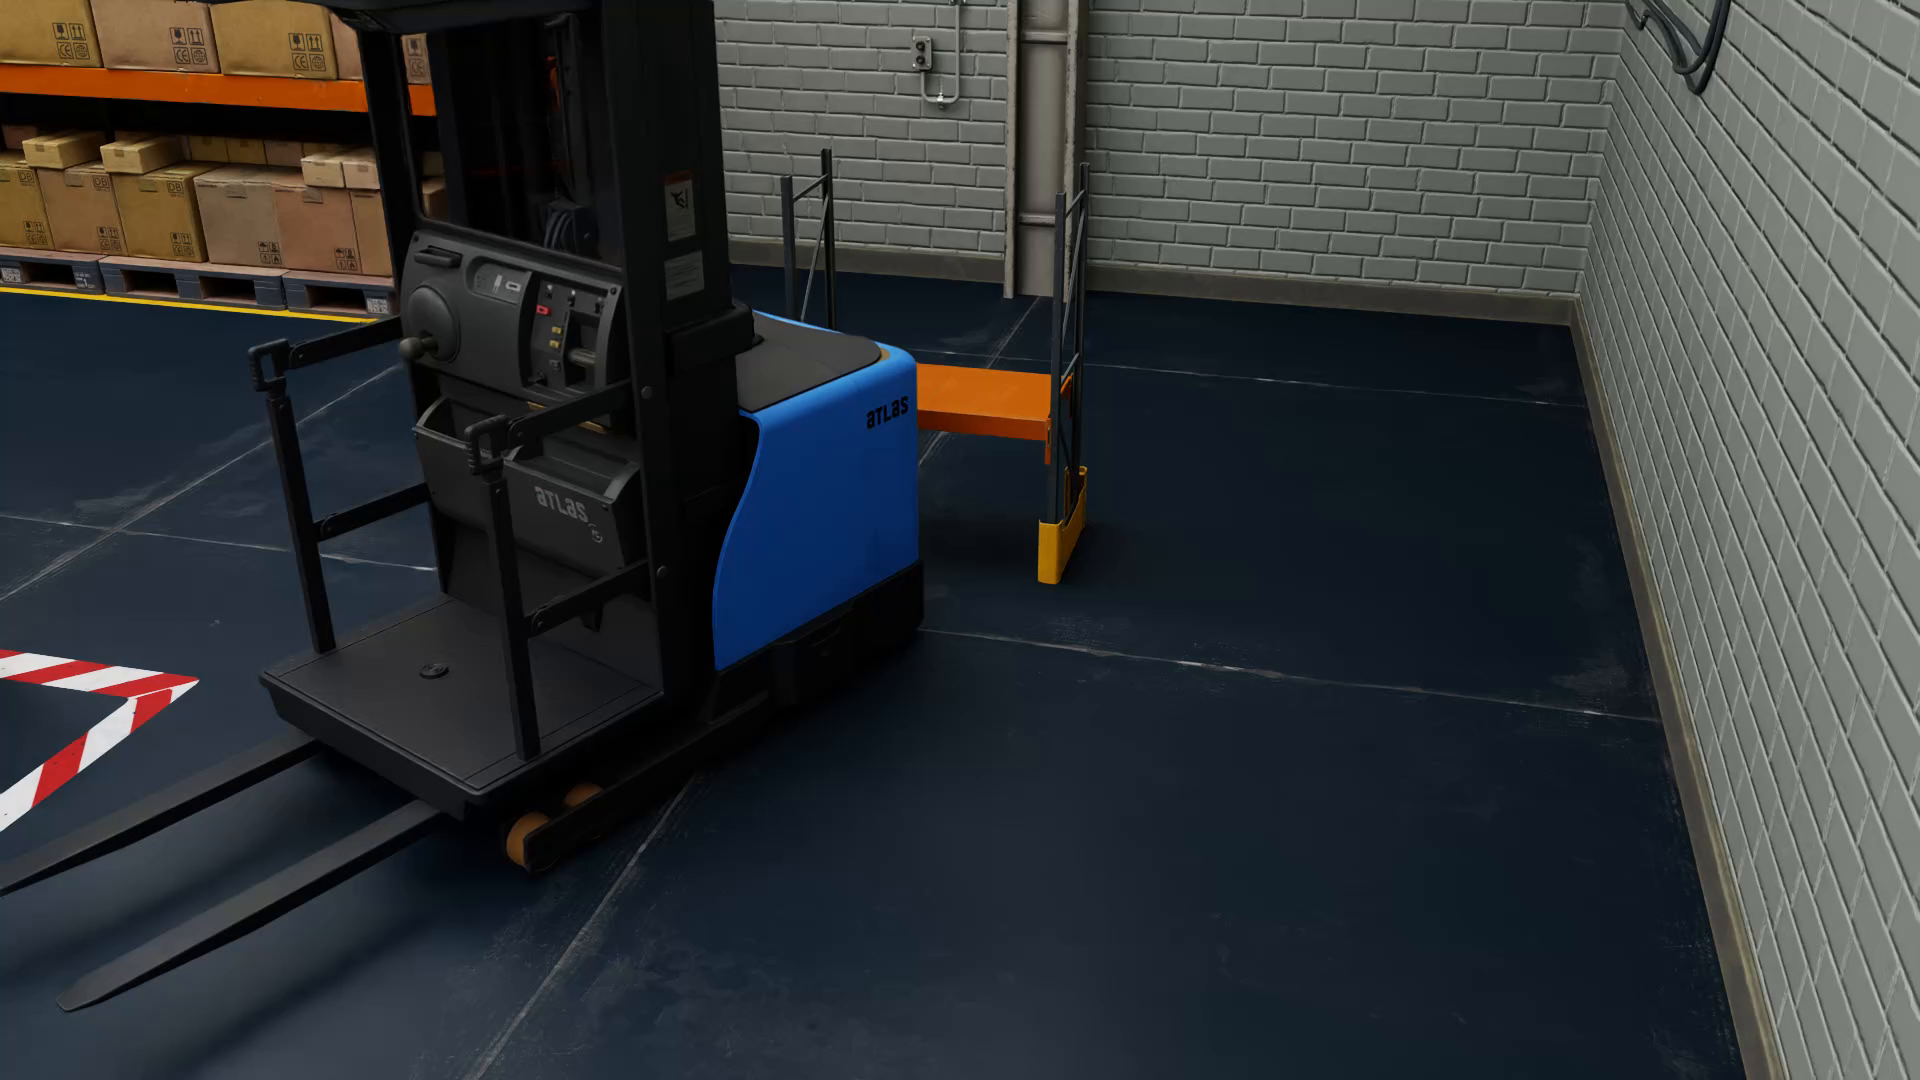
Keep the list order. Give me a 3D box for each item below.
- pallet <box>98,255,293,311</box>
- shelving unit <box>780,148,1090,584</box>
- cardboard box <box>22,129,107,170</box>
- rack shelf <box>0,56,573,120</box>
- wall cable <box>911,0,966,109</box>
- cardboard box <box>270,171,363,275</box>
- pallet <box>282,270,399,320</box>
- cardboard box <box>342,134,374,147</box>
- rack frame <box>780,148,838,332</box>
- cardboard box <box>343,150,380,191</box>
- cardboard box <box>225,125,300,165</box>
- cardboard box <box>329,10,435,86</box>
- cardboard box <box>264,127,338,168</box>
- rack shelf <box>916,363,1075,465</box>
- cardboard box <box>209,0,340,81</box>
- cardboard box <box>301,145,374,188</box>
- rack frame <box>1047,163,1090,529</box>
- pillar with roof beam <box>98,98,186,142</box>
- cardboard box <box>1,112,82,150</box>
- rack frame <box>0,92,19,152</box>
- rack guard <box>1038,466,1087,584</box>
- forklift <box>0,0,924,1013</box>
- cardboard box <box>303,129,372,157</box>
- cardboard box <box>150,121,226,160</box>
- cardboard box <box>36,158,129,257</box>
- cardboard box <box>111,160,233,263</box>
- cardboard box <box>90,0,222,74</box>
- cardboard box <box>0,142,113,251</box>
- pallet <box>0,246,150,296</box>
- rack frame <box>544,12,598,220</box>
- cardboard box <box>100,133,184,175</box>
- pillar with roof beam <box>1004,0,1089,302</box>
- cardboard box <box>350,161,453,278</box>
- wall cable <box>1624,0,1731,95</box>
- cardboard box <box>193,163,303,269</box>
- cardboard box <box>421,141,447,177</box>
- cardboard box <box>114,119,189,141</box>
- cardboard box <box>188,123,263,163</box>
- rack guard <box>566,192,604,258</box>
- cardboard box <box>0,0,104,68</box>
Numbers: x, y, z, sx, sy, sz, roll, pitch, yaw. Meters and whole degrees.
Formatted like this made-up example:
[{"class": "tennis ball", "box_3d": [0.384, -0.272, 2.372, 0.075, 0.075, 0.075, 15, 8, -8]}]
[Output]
[{"class": "pallet", "box_3d": [-4.317, -1.670, 10.012, 1.213, 0.211, 1.003, 6, 26, 13]}, {"class": "shelving unit", "box_3d": [-0.074, -0.685, 6.445, 1.083, 1.500, 0.587, 6, 26, 13]}, {"class": "cardboard box", "box_3d": [-5.234, -2.291, 9.738, 0.250, 0.149, 0.380, 7, 26, 15]}, {"class": "rack shelf", "box_3d": [-4.282, -2.634, 9.629, 4.000, 0.370, 1.077, 6, 26, 13]}, {"class": "wall cable", "box_3d": [-0.870, -3.460, 9.346, 1.851, 1.984, 0.084, 6, 26, 13]}, {"class": "cardboard box", "box_3d": [-3.533, -1.892, 9.654, 0.500, 0.500, 0.700, 6, 26, 13]}, {"class": "pallet", "box_3d": [-3.139, -1.538, 9.736, 1.213, 0.211, 1.003, 6, 26, 13]}, {"class": "cardboard box", "box_3d": [-3.368, -2.255, 9.663, 0.250, 0.149, 0.380, 6, 26, 13]}, {"class": "rack frame", "box_3d": [-0.575, -0.741, 6.561, 0.032, 1.500, 0.500, 6, 26, 13]}, {"class": "cardboard box", "box_3d": [-3.218, -2.069, 9.272, 0.250, 0.149, 0.380, 6, 26, 12]}, {"class": "cardboard box", "box_3d": [-4.106, -2.336, 9.833, 0.250, 0.149, 0.380, 7, 26, 14]}, {"class": "cardboard box", "box_3d": [-2.842, -2.930, 9.066, 0.700, 0.700, 0.980, 8, 26, 15]}, {"class": "cardboard box", "box_3d": [-3.857, -2.309, 9.776, 0.250, 0.149, 0.380, 7, 26, 14]}, {"class": "rack shelf", "box_3d": [-0.083, -0.524, 6.524, 1.000, 0.185, 0.538, 6, 26, 13]}, {"class": "cardboard box", "box_3d": [-3.549, -3.004, 9.220, 0.700, 0.700, 0.980, 6, 26, 13]}, {"class": "cardboard box", "box_3d": [-3.466, -2.097, 9.329, 0.250, 0.149, 0.380, 7, 26, 14]}, {"class": "rack frame", "box_3d": [0.410, -0.632, 6.332, 0.032, 1.500, 0.500, 6, 26, 13]}, {"class": "pillar with roof beam", "box_3d": [-6.398, -4.374, 5.469, 0.400, 9.000, 9.100, 6, 26, 13]}, {"class": "cardboard box", "box_3d": [-5.612, -2.502, 10.181, 0.250, 0.149, 0.380, 6, 26, 13]}, {"class": "rack frame", "box_3d": [-6.219, -3.173, 9.924, 0.127, 3.000, 1.000, 6, 26, 13]}, {"class": "rack guard", "box_3d": [0.408, -0.068, 6.601, 0.087, 0.250, 0.587, 6, 26, 13]}, {"class": "forklift", "box_3d": [-1.431, -0.616, 4.633, 1.130, 2.935, 3.031, 18, 31, 34]}, {"class": "cardboard box", "box_3d": [-3.610, -2.282, 9.719, 0.250, 0.149, 0.380, 7, 26, 13]}, {"class": "cardboard box", "box_3d": [-4.601, -2.391, 9.948, 0.250, 0.149, 0.380, 7, 26, 14]}, {"class": "cardboard box", "box_3d": [-5.035, -2.056, 9.998, 0.500, 0.500, 0.700, 6, 26, 12]}, {"class": "cardboard box", "box_3d": [-4.538, -2.000, 9.880, 0.500, 0.500, 0.700, 7, 26, 14]}, {"class": "cardboard box", "box_3d": [-4.285, -3.089, 9.400, 0.700, 0.700, 0.980, 5, 26, 10]}, {"class": "cardboard box", "box_3d": [-5.521, -2.111, 10.114, 0.500, 0.500, 0.700, 7, 26, 14]}, {"class": "pallet", "box_3d": [-5.502, -1.800, 10.284, 1.213, 0.211, 1.003, 6, 26, 13]}, {"class": "rack frame", "box_3d": [-2.345, -2.744, 9.025, 0.127, 3.000, 1.000, 6, 26, 13]}, {"class": "cardboard box", "box_3d": [-4.729, -2.235, 9.621, 0.250, 0.149, 0.380, 6, 26, 12]}, {"class": "pillar with roof beam", "box_3d": [-0.587, -3.732, 4.120, 0.400, 9.000, 9.100, 6, 26, 13]}, {"class": "cardboard box", "box_3d": [-3.048, -1.839, 9.542, 0.500, 0.500, 0.700, 6, 26, 13]}, {"class": "wall cable", "box_3d": [3.043, -3.297, 6.819, 0.112, 2.526, 3.097, 6, 26, 13]}, {"class": "cardboard box", "box_3d": [-4.020, -1.946, 9.767, 0.500, 0.500, 0.700, 5, 26, 11]}, {"class": "cardboard box", "box_3d": [-2.877, -2.201, 9.549, 0.250, 0.149, 0.380, 6, 26, 13]}, {"class": "cardboard box", "box_3d": [-4.845, -2.418, 10.005, 0.250, 0.149, 0.380, 5, 26, 11]}, {"class": "cardboard box", "box_3d": [-4.351, -2.364, 9.890, 0.250, 0.149, 0.380, 6, 26, 12]}, {"class": "rack guard", "box_3d": [-2.322, -1.613, 9.557, 0.348, 0.500, 1.175, 6, 26, 13]}, {"class": "cardboard box", "box_3d": [-4.992, -3.163, 9.555, 0.700, 0.700, 0.980, 6, 26, 12]}]
